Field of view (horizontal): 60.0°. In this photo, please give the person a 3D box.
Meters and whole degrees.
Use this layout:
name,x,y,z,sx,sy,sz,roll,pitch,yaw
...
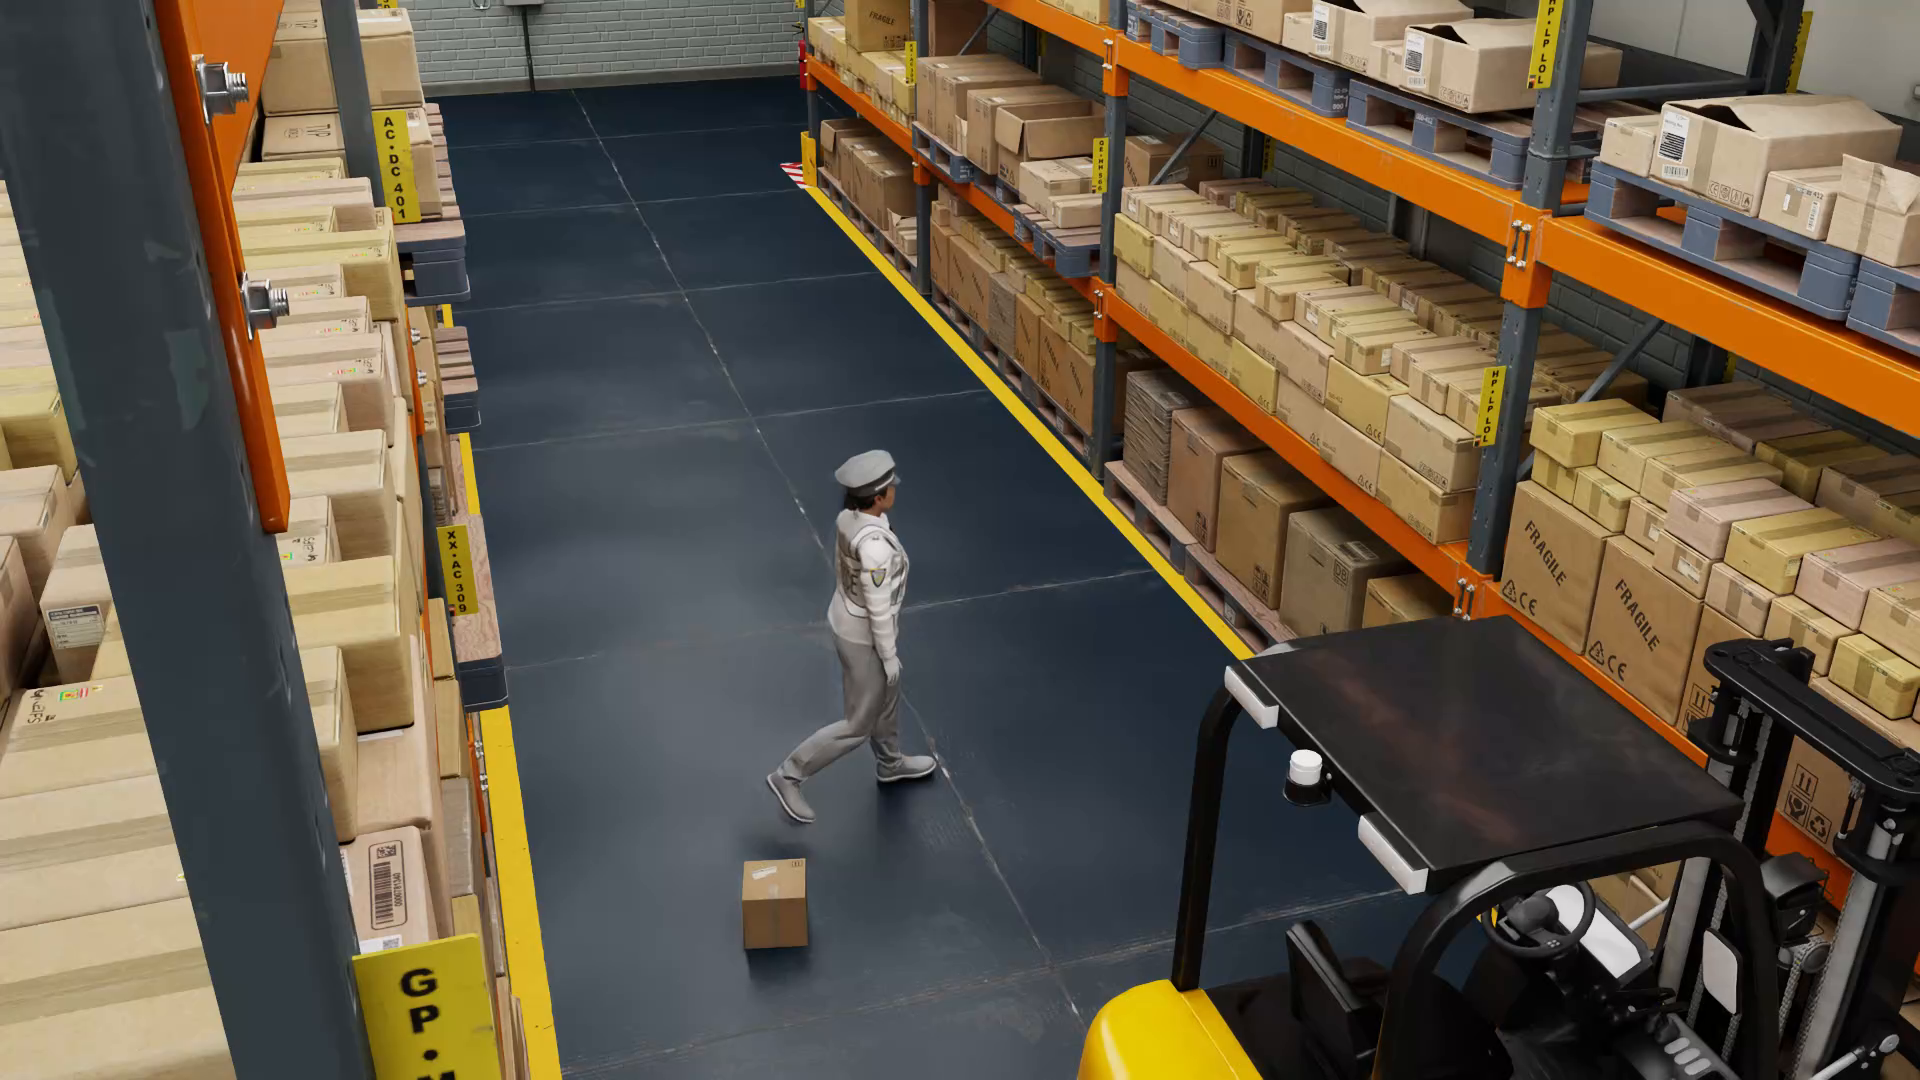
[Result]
name,x,y,z,sx,sy,sz,roll,pitch,yaw
person,-0.480,0.424,7.209,0.821,1.663,0.532,-7,27,-13
